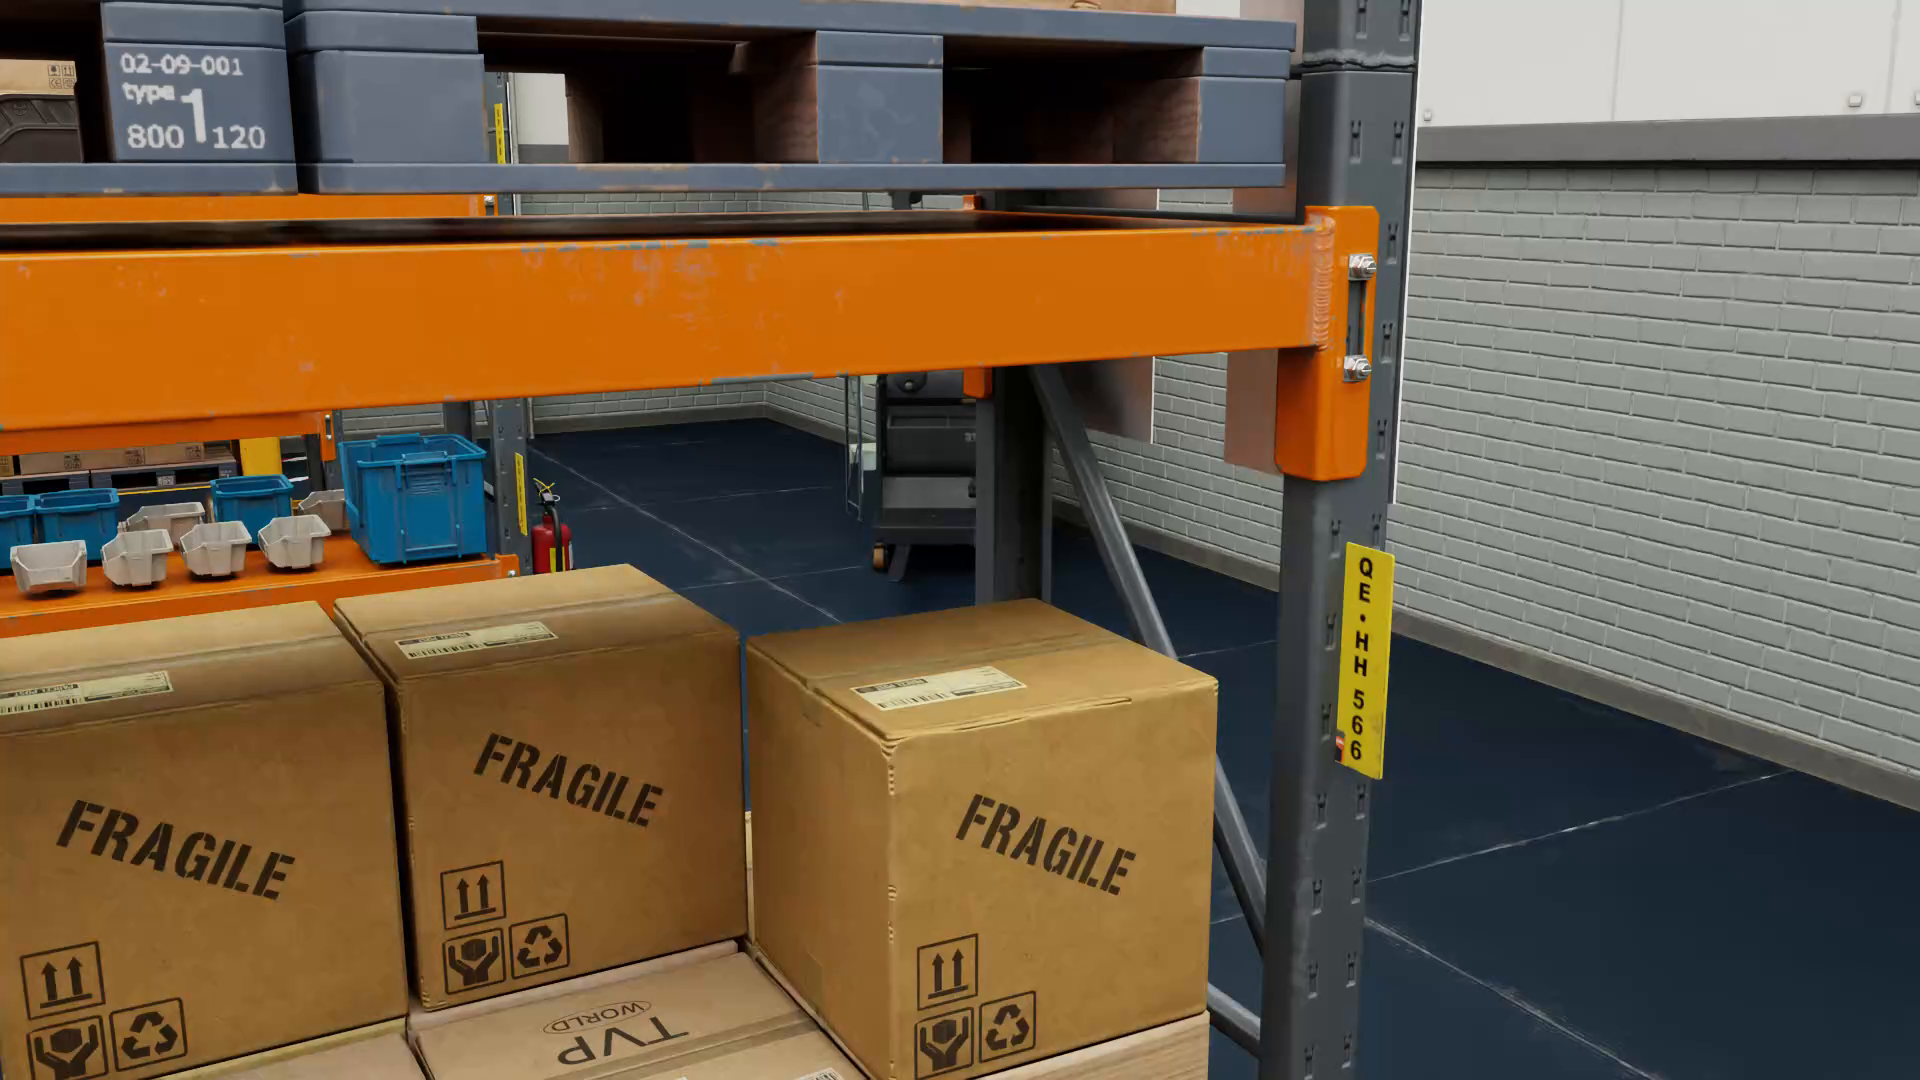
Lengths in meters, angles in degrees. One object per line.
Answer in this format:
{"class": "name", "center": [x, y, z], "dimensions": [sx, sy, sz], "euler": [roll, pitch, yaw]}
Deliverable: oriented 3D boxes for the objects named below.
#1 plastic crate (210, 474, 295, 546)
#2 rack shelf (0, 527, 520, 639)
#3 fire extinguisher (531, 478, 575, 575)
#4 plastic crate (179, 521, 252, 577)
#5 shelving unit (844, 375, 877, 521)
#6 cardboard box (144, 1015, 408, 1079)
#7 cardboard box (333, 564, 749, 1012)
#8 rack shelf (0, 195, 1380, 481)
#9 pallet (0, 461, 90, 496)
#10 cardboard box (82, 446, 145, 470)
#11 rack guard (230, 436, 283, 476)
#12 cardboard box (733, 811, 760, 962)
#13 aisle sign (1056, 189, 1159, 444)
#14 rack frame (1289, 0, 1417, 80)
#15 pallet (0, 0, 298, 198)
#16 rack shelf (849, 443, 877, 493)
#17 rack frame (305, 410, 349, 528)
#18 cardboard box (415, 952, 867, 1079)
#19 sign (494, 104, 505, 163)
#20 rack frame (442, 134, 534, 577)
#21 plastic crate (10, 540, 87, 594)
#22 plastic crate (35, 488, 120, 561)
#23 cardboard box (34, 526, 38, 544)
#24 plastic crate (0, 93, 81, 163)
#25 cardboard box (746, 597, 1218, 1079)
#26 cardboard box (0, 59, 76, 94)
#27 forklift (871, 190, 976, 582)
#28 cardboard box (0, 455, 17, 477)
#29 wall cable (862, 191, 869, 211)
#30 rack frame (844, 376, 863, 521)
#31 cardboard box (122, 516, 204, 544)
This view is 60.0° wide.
{"class": "plastic crate", "center": [-3.006, -0.126, 7.080], "dimensions": [0.300, 0.233, 0.416], "euler": [-7, 14, -28]}
{"class": "rack shelf", "center": [-3.809, 0.351, 6.354], "dimensions": [4.000, 0.370, 1.077], "euler": [-7, 14, -28]}
{"class": "fire extinguisher", "center": [-1.703, 0.081, 6.941], "dimensions": [0.183, 0.674, 0.296], "euler": [-7, 14, -28]}
{"class": "plastic crate", "center": [-2.944, 0.038, 6.573], "dimensions": [0.243, 0.136, 0.396], "euler": [-7, 14, -28]}
{"class": "shelving unit", "center": [-0.546, -0.957, 13.944], "dimensions": [0.755, 1.500, 0.431], "euler": [-5, 14, -20]}
{"class": "cardboard box", "center": [-1.127, 0.779, 2.479], "dimensions": [0.500, 0.250, 0.500], "euler": [-7, 15, -30]}
{"class": "cardboard box", "center": [-0.670, 0.358, 2.643], "dimensions": [0.500, 0.500, 0.500], "euler": [-7, 15, -29]}
{"class": "rack shelf", "center": [-1.436, -0.157, 1.783], "dimensions": [4.000, 0.370, 1.077], "euler": [-7, 14, -28]}
{"class": "pallet", "center": [-8.534, -0.532, 14.993], "dimensions": [1.213, 0.211, 1.003], "euler": [-7, 14, -28]}
{"class": "cardboard box", "center": [-7.806, -0.959, 15.275], "dimensions": [0.500, 0.500, 0.700], "euler": [-7, 14, -28]}
{"class": "rack guard", "center": [-6.779, -0.902, 15.979], "dimensions": [0.348, 0.500, 1.175], "euler": [-7, 14, -28]}
{"class": "cardboard box", "center": [-0.231, 0.671, 2.959], "dimensions": [0.500, 0.250, 0.500], "euler": [-7, 15, -29]}
{"class": "aisle sign", "center": [0.239, -0.589, 2.974], "dimensions": [0.004, 0.787, 0.394], "euler": [-7, 14, -28]}
{"class": "rack frame", "center": [0.320, -2.182, 2.310], "dimensions": [0.127, 3.000, 1.000], "euler": [-7, 14, -28]}
{"class": "pallet", "center": [-1.399, -0.466, 1.719], "dimensions": [1.213, 0.211, 1.003], "euler": [-7, 14, -28]}
{"class": "rack shelf", "center": [-0.546, -0.639, 14.015], "dimensions": [0.720, 0.370, 0.431], "euler": [-5, 14, -20]}
{"class": "rack frame", "center": [-4.424, -1.165, 11.453], "dimensions": [0.127, 3.000, 1.000], "euler": [-7, 14, -28]}
{"class": "cardboard box", "center": [-0.424, 0.828, 2.262], "dimensions": [0.500, 0.250, 0.500], "euler": [-7, 15, -29]}
{"class": "sign", "center": [-1.776, -1.518, 6.429], "dimensions": [0.005, 0.325, 0.100], "euler": [-7, 14, -28]}
{"class": "rack frame", "center": [-2.054, -0.210, 7.210], "dimensions": [0.127, 3.000, 1.000], "euler": [-7, 14, -28]}
{"class": "plastic crate", "center": [-3.428, 0.107, 6.268], "dimensions": [0.250, 0.136, 0.298], "euler": [-7, 14, -28]}
{"class": "plastic crate", "center": [-3.584, -0.056, 6.773], "dimensions": [0.300, 0.233, 0.416], "euler": [-7, 14, -28]}
{"class": "cardboard box", "center": [-6.288, 0.061, 10.692], "dimensions": [0.637, 0.503, 0.797], "euler": [-7, 14, -28]}
{"class": "plastic crate", "center": [-3.526, -1.535, 6.409], "dimensions": [0.767, 0.338, 0.504], "euler": [-7, 14, -28]}
{"class": "cardboard box", "center": [0.018, 0.409, 2.417], "dimensions": [0.500, 0.500, 0.500], "euler": [-7, 14, -27]}
{"class": "cardboard box", "center": [-5.734, -2.998, 10.262], "dimensions": [0.500, 0.500, 0.700], "euler": [-7, 14, -28]}
{"class": "forklift", "center": [-0.082, -1.273, 12.091], "dimensions": [1.130, 2.935, 3.031], "euler": [0, 13, 2]}
{"class": "cardboard box", "center": [-8.712, -0.848, 14.784], "dimensions": [0.500, 0.500, 0.700], "euler": [-6, 14, -27]}
{"class": "wall cable", "center": [-1.665, -4.057, 17.714], "dimensions": [0.112, 2.526, 3.097], "euler": [-7, 14, -28]}
{"class": "rack frame", "center": [-0.888, -0.928, 13.817], "dimensions": [0.023, 1.500, 0.400], "euler": [-5, 14, -20]}
{"class": "cardboard box", "center": [-5.476, 0.017, 11.462], "dimensions": [0.500, 0.250, 0.500], "euler": [-7, 14, -28]}
